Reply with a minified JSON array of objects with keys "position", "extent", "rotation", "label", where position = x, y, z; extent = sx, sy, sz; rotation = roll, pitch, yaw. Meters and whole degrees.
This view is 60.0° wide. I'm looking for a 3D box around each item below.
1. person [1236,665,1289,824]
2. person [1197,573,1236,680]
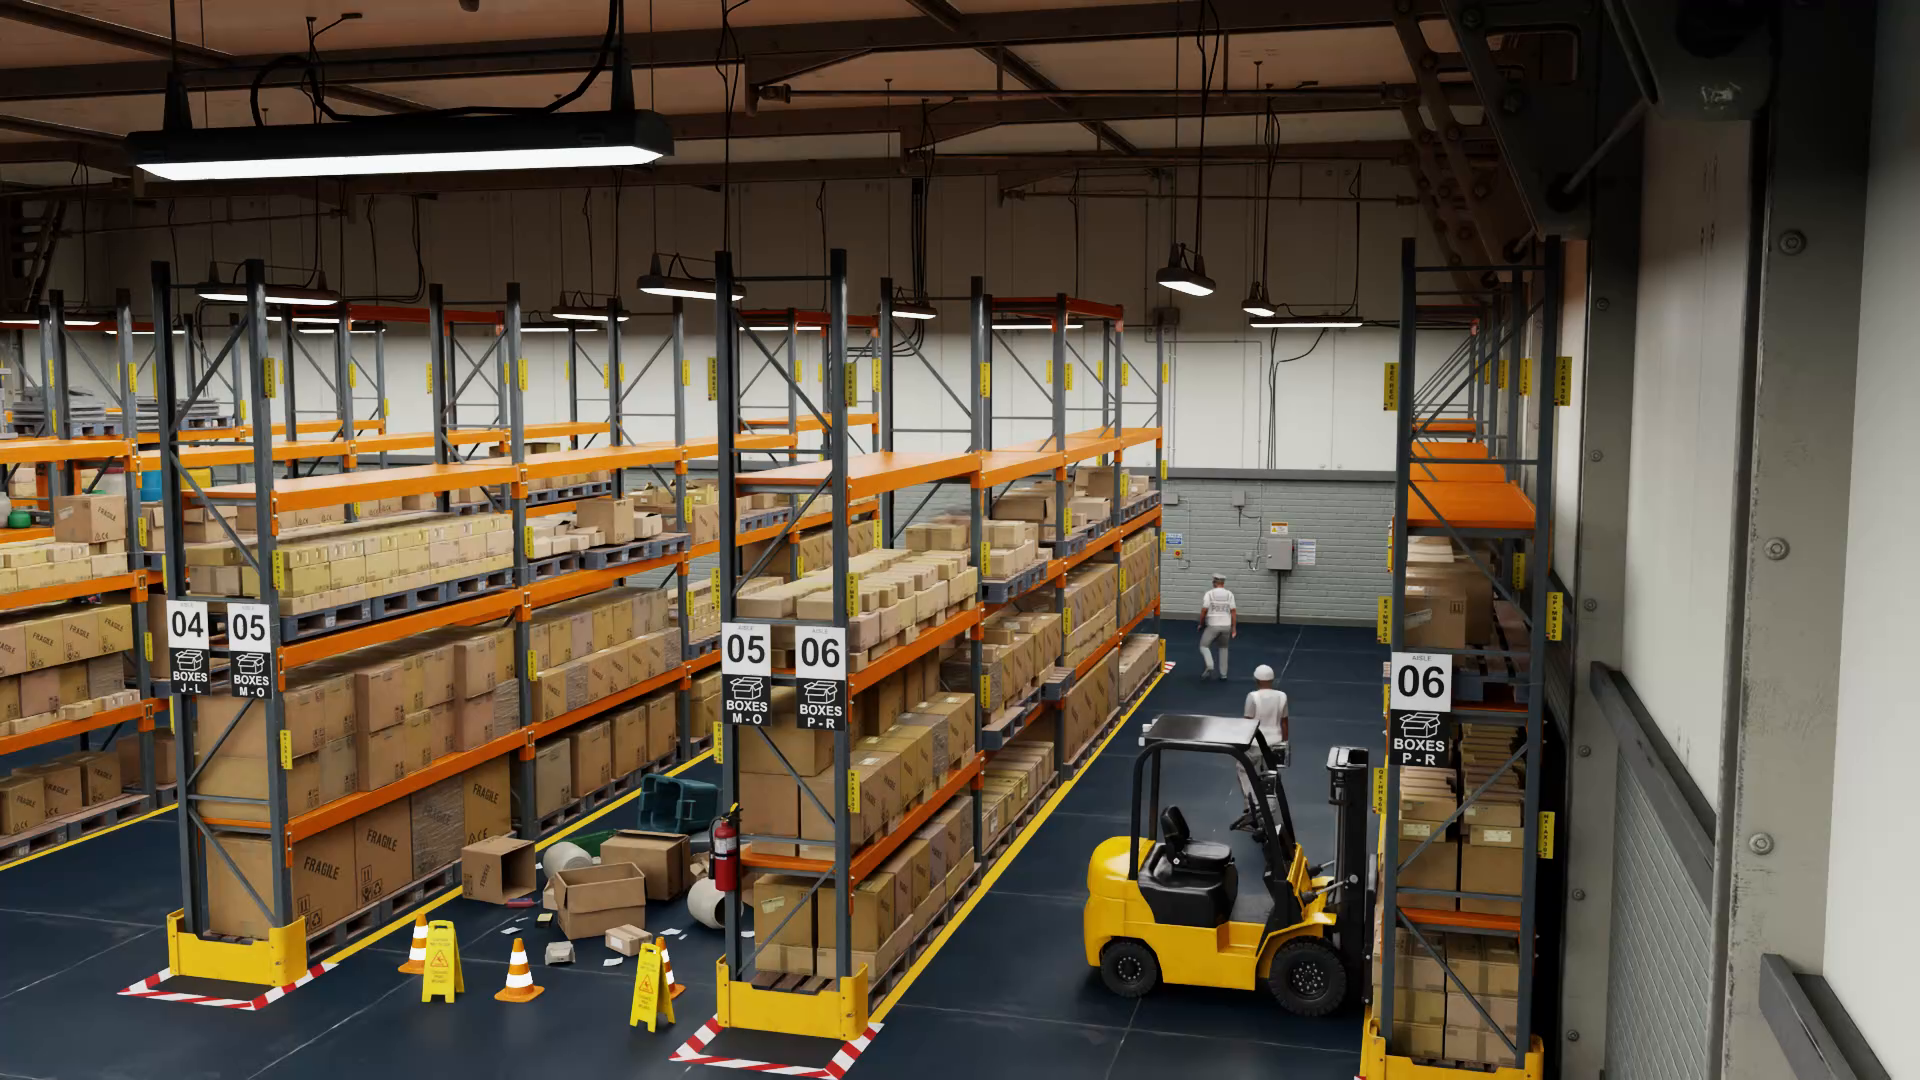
[{"position":[3.417,2.299,18.758],"extent":[0.604,1.789,0.401],"rotation":[-2,6,-16],"label":"person"},{"position":[4.211,1.428,27.192],"extent":[0.642,1.747,0.593],"rotation":[-1,6,-12],"label":"person"}]
